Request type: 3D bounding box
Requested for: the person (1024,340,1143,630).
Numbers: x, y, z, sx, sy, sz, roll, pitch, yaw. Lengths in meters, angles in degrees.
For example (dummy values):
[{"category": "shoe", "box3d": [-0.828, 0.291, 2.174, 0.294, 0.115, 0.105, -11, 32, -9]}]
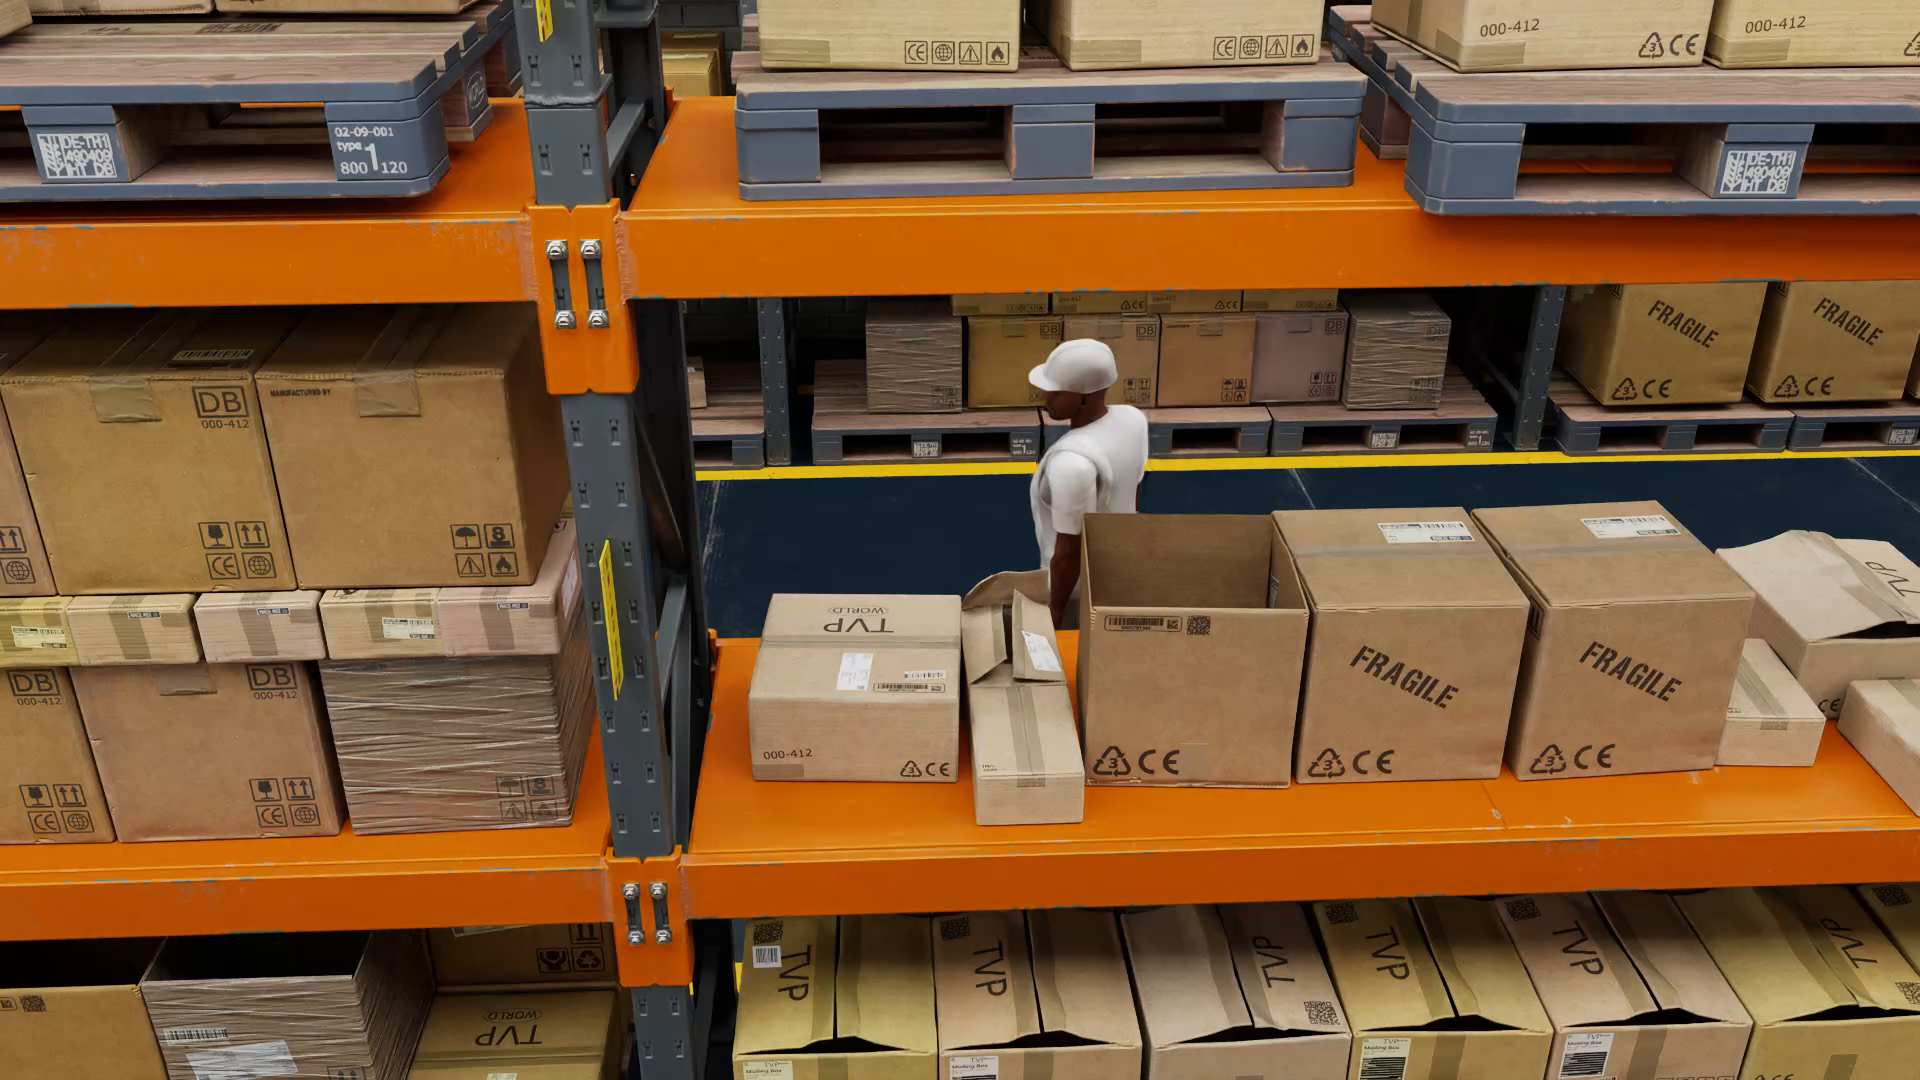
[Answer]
[{"category": "person", "box3d": [0.424, 0.133, 5.828, 0.562, 1.772, 0.587, 17, 32, 29]}]
